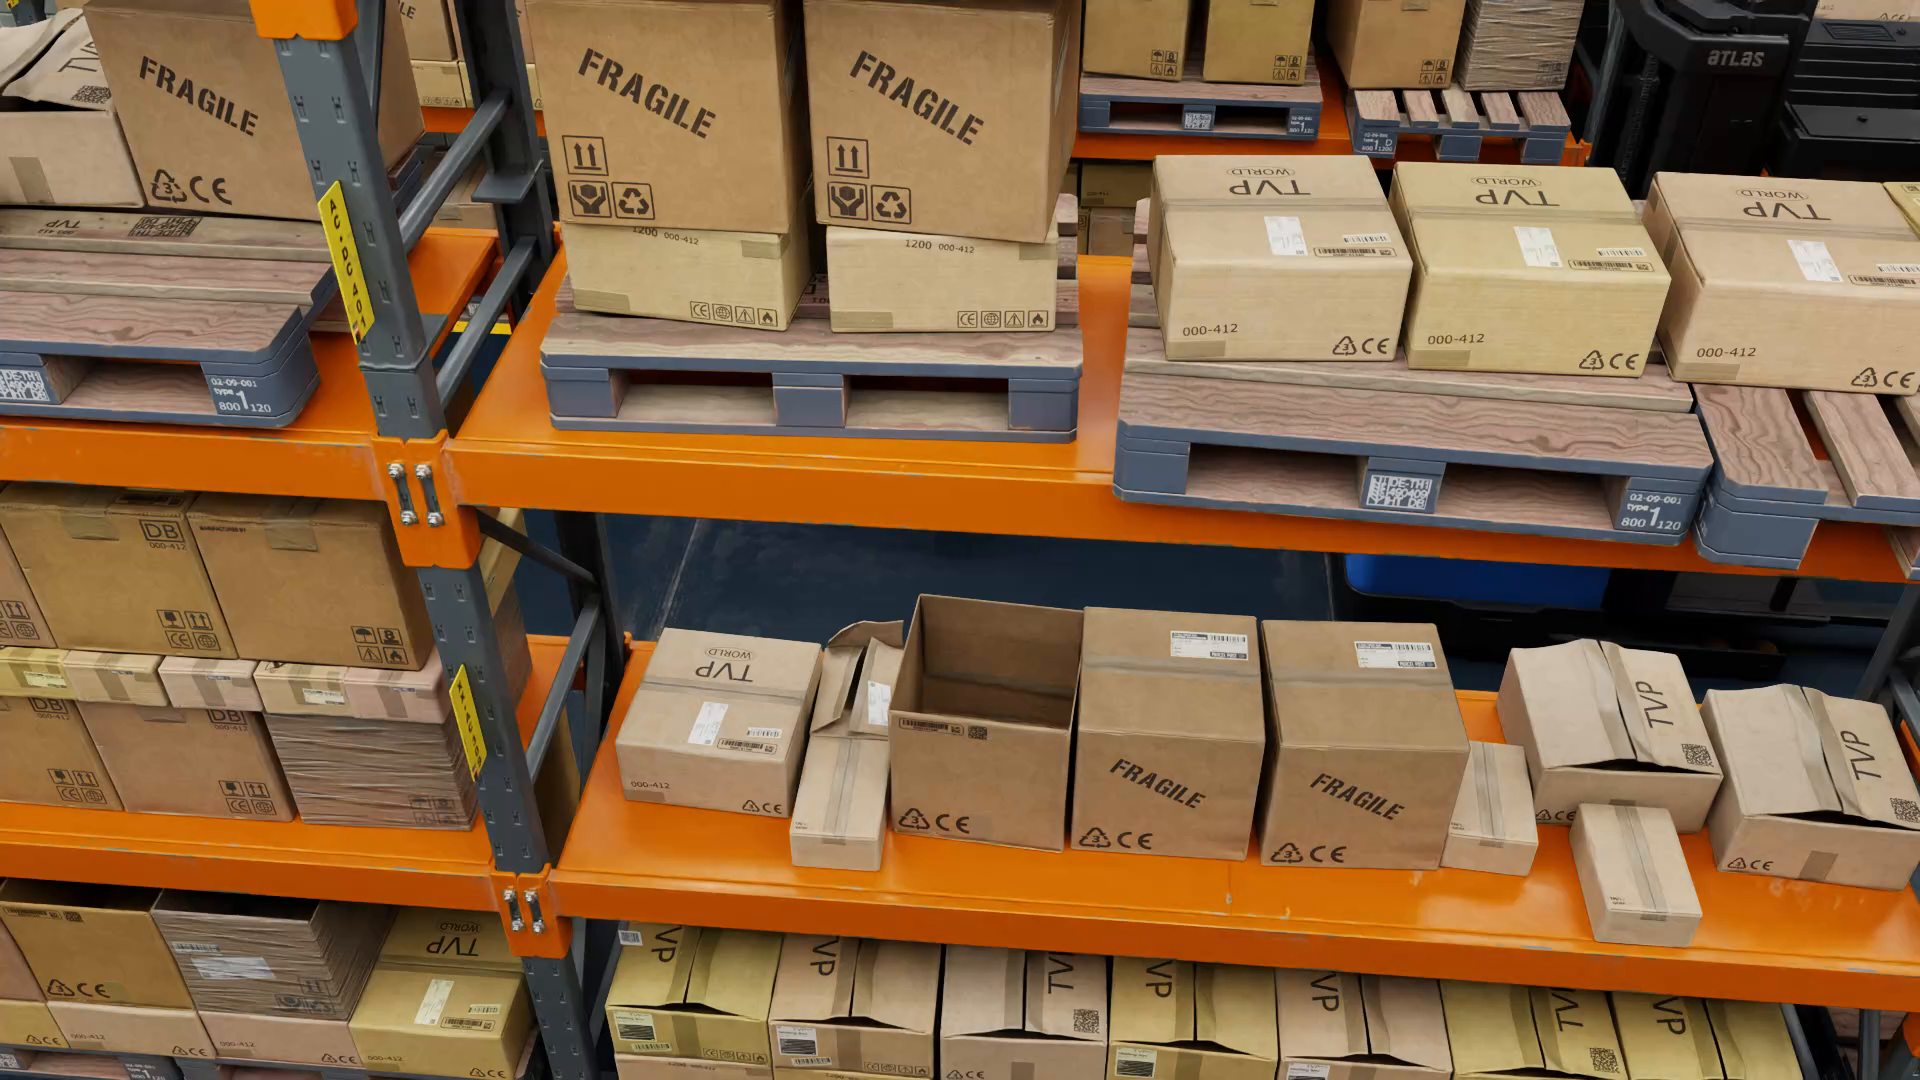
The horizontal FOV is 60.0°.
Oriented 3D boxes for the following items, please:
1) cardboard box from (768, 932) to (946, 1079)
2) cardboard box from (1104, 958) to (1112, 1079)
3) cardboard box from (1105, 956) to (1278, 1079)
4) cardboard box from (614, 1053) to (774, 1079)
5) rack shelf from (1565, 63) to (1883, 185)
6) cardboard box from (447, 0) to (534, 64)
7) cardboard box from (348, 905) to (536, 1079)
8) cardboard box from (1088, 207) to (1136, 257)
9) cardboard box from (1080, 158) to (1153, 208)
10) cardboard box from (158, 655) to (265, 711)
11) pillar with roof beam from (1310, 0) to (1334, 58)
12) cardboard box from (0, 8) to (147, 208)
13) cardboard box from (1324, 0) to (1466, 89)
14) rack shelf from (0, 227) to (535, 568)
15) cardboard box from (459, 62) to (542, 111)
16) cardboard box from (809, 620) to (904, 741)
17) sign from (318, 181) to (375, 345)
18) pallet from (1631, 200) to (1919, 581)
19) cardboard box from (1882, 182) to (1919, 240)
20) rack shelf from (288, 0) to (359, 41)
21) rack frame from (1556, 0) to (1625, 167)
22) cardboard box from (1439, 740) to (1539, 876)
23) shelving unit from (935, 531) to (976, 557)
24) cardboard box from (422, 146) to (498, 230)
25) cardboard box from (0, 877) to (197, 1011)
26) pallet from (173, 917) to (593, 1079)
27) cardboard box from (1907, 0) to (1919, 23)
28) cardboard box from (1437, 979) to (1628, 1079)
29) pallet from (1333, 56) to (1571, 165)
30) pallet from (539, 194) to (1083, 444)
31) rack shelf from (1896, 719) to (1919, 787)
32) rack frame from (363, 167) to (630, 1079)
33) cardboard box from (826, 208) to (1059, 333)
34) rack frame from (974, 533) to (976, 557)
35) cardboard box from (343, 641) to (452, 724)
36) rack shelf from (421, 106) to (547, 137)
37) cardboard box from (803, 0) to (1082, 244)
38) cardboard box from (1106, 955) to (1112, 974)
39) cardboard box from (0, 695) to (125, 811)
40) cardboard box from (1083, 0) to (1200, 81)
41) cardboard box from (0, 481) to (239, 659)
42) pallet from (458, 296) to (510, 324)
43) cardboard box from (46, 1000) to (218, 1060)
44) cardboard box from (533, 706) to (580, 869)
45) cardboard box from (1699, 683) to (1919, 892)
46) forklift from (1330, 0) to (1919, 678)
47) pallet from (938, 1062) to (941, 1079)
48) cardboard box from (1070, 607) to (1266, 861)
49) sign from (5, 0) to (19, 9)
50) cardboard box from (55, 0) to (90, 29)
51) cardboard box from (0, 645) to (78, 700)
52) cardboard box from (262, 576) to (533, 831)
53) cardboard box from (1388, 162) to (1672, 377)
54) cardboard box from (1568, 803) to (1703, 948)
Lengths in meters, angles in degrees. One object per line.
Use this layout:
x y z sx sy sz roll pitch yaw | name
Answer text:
-0.313 1.380 5.250 0.500 0.311 0.500 3 39 3 | cardboard box
0.712 1.649 5.364 0.500 0.250 0.500 4 39 5 | cardboard box
0.721 1.433 5.186 0.500 0.311 0.500 4 39 5 | cardboard box
-0.821 1.566 5.466 0.500 0.250 0.500 2 39 3 | cardboard box
5.200 -2.025 8.603 4.000 0.370 1.077 3 39 4 | rack shelf
-2.274 -2.761 8.445 0.500 0.500 0.500 2 39 3 | cardboard box
-1.682 1.500 5.547 0.500 0.250 0.500 3 39 4 | cardboard box
0.981 -1.753 9.330 0.500 0.500 0.700 4 39 4 | cardboard box
0.915 -2.046 9.095 0.500 0.250 0.500 2 39 3 | cardboard box
-1.998 0.287 4.599 0.250 0.149 0.380 2 39 3 | cardboard box
1.616 -2.647 4.045 0.400 9.000 9.100 3 39 4 | pillar with roof beam
-2.218 -1.084 4.127 0.500 0.311 0.500 1 39 1 | cardboard box
2.180 -2.656 8.379 0.500 0.500 0.700 0 39 0 | cardboard box
-3.194 -0.509 4.363 4.000 0.370 1.077 3 39 4 | rack shelf
-2.273 -2.466 8.677 0.500 0.250 0.500 3 39 4 | cardboard box
-0.309 0.469 5.075 0.258 0.266 0.396 2 39 3 | cardboard box
-1.247 -0.561 3.385 0.005 0.325 0.100 3 39 4 | sign
2.100 -0.369 3.771 1.003 0.211 1.213 5 39 6 | pallet
2.327 -0.555 3.636 0.500 0.250 0.500 0 39 1 | cardboard box
0.792 -1.299 3.275 4.000 0.370 1.077 3 39 4 | rack shelf
3.208 -2.413 8.509 0.127 3.000 1.000 3 39 4 | rack frame
1.509 0.766 4.803 0.250 0.149 0.380 6 40 7 | cardboard box
-0.014 -0.466 7.543 0.189 1.200 0.258 3 39 4 | shelving unit
-2.786 -1.854 9.453 0.500 0.500 0.700 1 39 1 | cardboard box
-2.677 1.150 5.383 0.500 0.500 0.500 3 39 4 | cardboard box
-1.990 1.496 5.915 1.213 0.211 1.003 3 39 4 | pallet
4.672 -2.626 7.845 0.500 0.250 0.500 3 39 4 | cardboard box
1.723 1.490 5.114 0.500 0.311 0.500 3 39 3 | cardboard box
2.489 -2.311 8.535 1.003 0.211 1.213 3 39 4 | pallet
-0.321 -0.565 4.014 1.217 0.209 0.805 2 39 2 | pallet
4.777 1.090 4.775 4.000 0.370 1.077 3 39 4 | rack shelf
-1.201 0.484 4.949 0.127 3.000 1.000 3 39 4 | rack frame
-0.041 -0.716 3.834 0.500 0.250 0.500 0 39 -1 | cardboard box
0.077 -0.461 7.537 0.006 1.200 0.240 3 39 4 | rack frame
-1.490 0.314 4.566 0.250 0.149 0.380 3 39 4 | cardboard box
-2.770 -2.461 9.138 4.000 0.370 1.077 3 39 4 | rack shelf
-0.021 -1.000 3.588 0.500 0.500 0.500 7 40 8 | cardboard box
0.757 1.313 5.777 0.500 0.250 0.500 4 39 5 | cardboard box
-2.669 0.371 5.009 0.500 0.500 0.700 4 39 5 | cardboard box
0.942 -2.740 8.483 0.500 0.500 0.700 8 40 10 | cardboard box
-2.147 -0.104 4.566 0.500 0.500 0.700 3 39 4 | cardboard box
-2.668 -1.629 9.755 1.213 0.211 1.003 3 39 4 | pallet
-2.679 1.449 5.610 0.500 0.250 0.500 3 39 4 | cardboard box
-1.636 0.875 5.721 0.500 0.500 0.500 3 39 4 | cardboard box
2.425 0.690 4.768 0.500 0.311 0.500 5 39 7 | cardboard box
3.222 -0.894 6.697 3.031 2.935 1.130 4 39 5 | forklift
-0.464 1.581 5.810 1.213 0.211 1.003 3 39 4 | pallet
0.587 0.554 4.785 0.500 0.500 0.500 3 39 4 | cardboard box
-4.809 -2.844 8.352 0.005 0.325 0.100 3 39 4 | sign
-4.313 -2.875 8.585 0.500 0.500 0.500 3 39 4 | cardboard box
-2.504 0.257 4.635 0.250 0.149 0.380 3 39 4 | cardboard box
-1.644 0.425 4.942 0.500 0.500 0.700 2 39 3 | cardboard box
1.234 -0.611 3.704 0.500 0.250 0.500 2 39 3 | cardboard box
1.864 0.925 4.608 0.250 0.149 0.380 3 39 4 | cardboard box
